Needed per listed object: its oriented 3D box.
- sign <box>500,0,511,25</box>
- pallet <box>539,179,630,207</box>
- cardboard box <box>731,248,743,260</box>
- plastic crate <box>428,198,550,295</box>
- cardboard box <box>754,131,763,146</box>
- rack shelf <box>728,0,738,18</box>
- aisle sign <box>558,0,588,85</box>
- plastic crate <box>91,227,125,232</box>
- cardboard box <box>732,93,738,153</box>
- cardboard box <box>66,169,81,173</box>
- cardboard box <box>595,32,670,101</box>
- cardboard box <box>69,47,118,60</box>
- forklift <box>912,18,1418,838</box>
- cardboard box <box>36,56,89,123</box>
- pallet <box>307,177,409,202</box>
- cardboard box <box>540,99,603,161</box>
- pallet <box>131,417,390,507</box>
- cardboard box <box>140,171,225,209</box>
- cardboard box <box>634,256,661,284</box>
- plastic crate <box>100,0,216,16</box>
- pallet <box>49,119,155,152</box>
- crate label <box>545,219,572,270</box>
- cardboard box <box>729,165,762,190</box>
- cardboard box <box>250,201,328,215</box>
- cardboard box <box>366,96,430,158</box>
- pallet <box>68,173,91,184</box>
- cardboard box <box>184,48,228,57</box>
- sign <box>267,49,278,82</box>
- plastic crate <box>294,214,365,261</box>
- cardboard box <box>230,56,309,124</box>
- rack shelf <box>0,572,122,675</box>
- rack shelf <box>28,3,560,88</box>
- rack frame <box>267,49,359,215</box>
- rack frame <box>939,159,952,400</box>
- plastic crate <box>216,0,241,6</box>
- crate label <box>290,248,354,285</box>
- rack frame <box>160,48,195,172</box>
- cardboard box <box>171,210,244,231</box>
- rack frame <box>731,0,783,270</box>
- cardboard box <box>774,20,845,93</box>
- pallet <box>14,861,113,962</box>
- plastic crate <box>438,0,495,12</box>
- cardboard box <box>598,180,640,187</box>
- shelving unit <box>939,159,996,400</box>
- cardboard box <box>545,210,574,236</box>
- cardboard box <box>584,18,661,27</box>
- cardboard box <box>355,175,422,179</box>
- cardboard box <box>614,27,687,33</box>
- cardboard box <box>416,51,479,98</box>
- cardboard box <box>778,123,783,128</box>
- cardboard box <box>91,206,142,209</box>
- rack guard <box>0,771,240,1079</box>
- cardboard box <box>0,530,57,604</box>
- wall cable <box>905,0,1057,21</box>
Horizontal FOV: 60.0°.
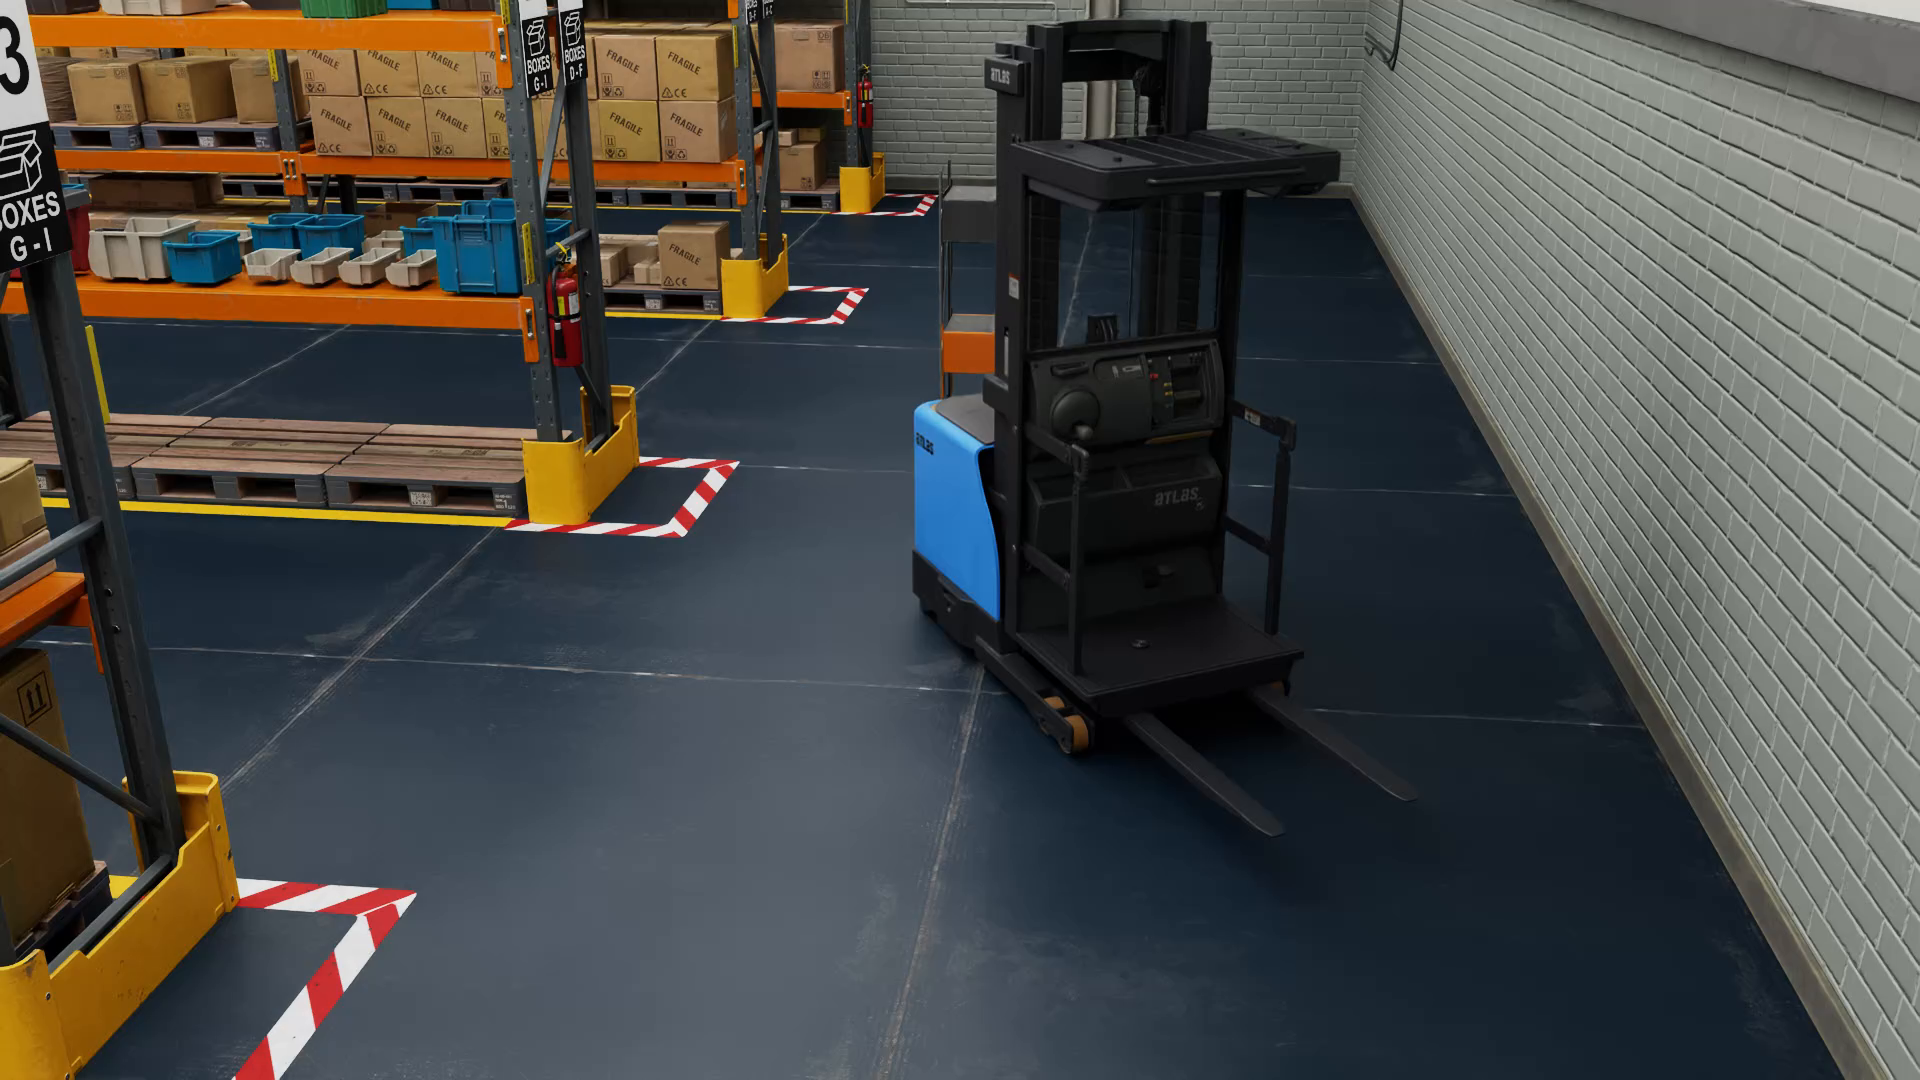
[{"bbox_3d":[-2.361,-2.839,8.602,0.005,0.325,0.100,2,22,6],"label":"sign"},{"bbox_3d":[-4.373,-4.126,19.588,1.213,0.211,1.003,2,22,6],"label":"pallet"},{"bbox_3d":[-2.102,-2.525,15.025,0.250,0.149,0.380,2,22,6],"label":"cardboard box"},{"bbox_3d":[-2.667,-1.684,9.491,0.499,0.435,0.616,2,22,6],"label":"plastic crate"},{"bbox_3d":[-2.257,-4.589,18.914,0.250,0.149,0.380,3,22,8],"label":"cardboard box"},{"bbox_3d":[-3.712,-4.649,14.018,4.000,0.370,1.077,2,22,6],"label":"rack shelf"},{"bbox_3d":[-2.206,-3.008,9.433,0.004,0.787,0.394,2,22,6],"label":"aisle sign"},{"bbox_3d":[-5.142,-1.816,10.247,0.590,0.125,0.437,2,22,6],"label":"plastic crate"},{"bbox_3d":[-2.136,-3.664,14.492,0.500,0.500,0.500,3,22,7],"label":"cardboard box"},{"bbox_3d":[-10.807,-4.787,20.270,0.500,0.500,0.700,2,22,6],"label":"cardboard box"},{"bbox_3d":[-2.702,-3.954,13.865,0.500,0.500,0.500,3,22,8],"label":"cardboard box"},{"bbox_3d":[-10.117,-5.939,19.648,0.500,0.500,0.700,0,22,1],"label":"cardboard box"},{"bbox_3d":[0.823,-0.627,7.040,1.130,2.935,3.031,-9,23,-23],"label":"forklift"},{"bbox_3d":[-8.146,-3.995,14.757,0.500,0.500,0.700,7,23,16],"label":"cardboard box"},{"bbox_3d":[-7.109,-4.245,19.890,1.213,0.211,1.003,2,22,6],"label":"pallet"},{"bbox_3d":[-3.213,-3.513,14.111,0.500,0.500,0.500,3,22,7],"label":"cardboard box"},{"bbox_3d":[-4.335,-0.501,10.419,1.213,0.211,1.003,2,22,6],"label":"pallet"},{"bbox_3d":[-7.143,-3.219,15.284,0.500,0.250,0.500,3,22,6],"label":"cardboard box"},{"bbox_3d":[-2.687,-2.373,14.618,0.250,0.166,0.380,2,22,6],"label":"cardboard box"},{"bbox_3d":[-4.394,-2.965,9.138,0.530,0.136,0.437,2,22,6],"label":"plastic crate"},{"bbox_3d":[-7.739,-3.677,14.921,1.213,0.211,1.003,2,22,6],"label":"pallet"},{"bbox_3d":[-2.519,-1.775,9.995,0.303,0.233,0.416,2,22,6],"label":"crate label"},{"bbox_3d":[-2.351,-4.359,19.215,0.500,0.500,0.700,2,22,6],"label":"cardboard box"},{"bbox_3d":[-6.150,-2.827,15.313,0.500,0.500,0.500,2,22,4],"label":"cardboard box"},{"bbox_3d":[-4.715,-3.579,14.277,0.500,0.500,0.500,3,22,7],"label":"cardboard box"},{"bbox_3d":[-11.075,-4.448,20.404,1.213,0.211,1.003,2,22,6],"label":"pallet"},{"bbox_3d":[-8.639,-5.737,19.303,0.500,0.500,0.500,3,22,8],"label":"cardboard box"},{"bbox_3d":[-5.760,-4.011,13.930,0.005,0.325,0.100,2,22,6],"label":"sign"},{"bbox_3d":[-3.827,-1.832,10.139,0.300,0.233,0.416,2,22,6],"label":"plastic crate"},{"bbox_3d":[-6.142,-4.019,14.819,0.500,0.500,0.700,-5,22,-12],"label":"cardboard box"},{"bbox_3d":[-4.882,0.363,5.421,4.000,0.370,1.077,2,22,6],"label":"rack shelf"},{"bbox_3d":[-4.299,-2.841,9.444,4.000,0.370,1.077,2,22,6],"label":"rack shelf"},{"bbox_3d":[-5.698,-3.675,14.656,0.127,3.000,1.000,2,22,6],"label":"rack frame"},{"bbox_3d":[-0.078,-0.980,9.062,0.015,2.100,0.400,2,22,6],"label":"rack frame"},{"bbox_3d":[-4.477,-3.242,9.642,0.530,0.282,0.437,2,22,6],"label":"plastic crate"},{"bbox_3d":[-3.709,-1.589,9.657,0.243,0.136,0.396,2,22,6],"label":"crate label"},{"bbox_3d":[-9.091,-5.657,19.669,0.127,3.000,1.000,2,22,6],"label":"rack frame"},{"bbox_3d":[-6.712,-2.659,14.886,0.500,0.500,0.500,3,22,6],"label":"cardboard box"},{"bbox_3d":[-1.726,-3.502,14.218,0.127,3.000,1.000,2,22,6],"label":"rack frame"},{"bbox_3d":[-1.655,-5.469,18.785,0.700,0.700,0.980,3,22,9],"label":"cardboard box"},{"bbox_3d":[-3.699,1.405,5.598,1.213,0.211,1.003,2,22,6],"label":"pallet"},{"bbox_3d":[-2.662,-3.146,9.416,0.590,0.269,0.497,2,22,6],"label":"plastic crate"},{"bbox_3d":[-3.890,-4.424,19.379,0.500,0.500,0.700,2,22,6],"label":"cardboard box"},{"bbox_3d":[0.164,-0.969,9.036,0.503,2.100,0.431,2,22,6],"label":"shelving unit"},{"bbox_3d":[-3.832,-2.639,14.833,0.637,0.503,0.797,2,22,6],"label":"cardboard box"},{"bbox_3d":[-3.858,-5.560,19.017,0.700,0.700,0.980,2,22,5],"label":"cardboard box"},{"bbox_3d":[-6.663,-4.698,19.595,0.750,0.750,0.750,3,22,8],"label":"cardboard box"},{"bbox_3d":[-2.656,-4.149,14.358,0.500,0.500,0.500,3,22,7],"label":"cardboard box"},{"bbox_3d":[-4.241,-4.019,14.030,0.500,0.500,0.500,2,22,5],"label":"cardboard box"},{"bbox_3d":[-2.209,-4.728,19.266,0.250,0.149,0.380,3,22,6],"label":"cardboard box"},{"bbox_3d":[-7.678,-2.893,15.478,0.500,0.500,0.500,2,22,4],"label":"cardboard box"},{"bbox_3d":[-2.872,1.278,5.527,0.348,0.500,1.175,2,22,6],"label":"rack guard"},{"bbox_3d":[-3.209,0.096,5.460,0.250,0.149,0.380,3,22,7],"label":"cardboard box"},{"bbox_3d":[0.236,-6.073,19.340,1.851,1.984,0.084,2,22,6],"label":"wall cable"}]
